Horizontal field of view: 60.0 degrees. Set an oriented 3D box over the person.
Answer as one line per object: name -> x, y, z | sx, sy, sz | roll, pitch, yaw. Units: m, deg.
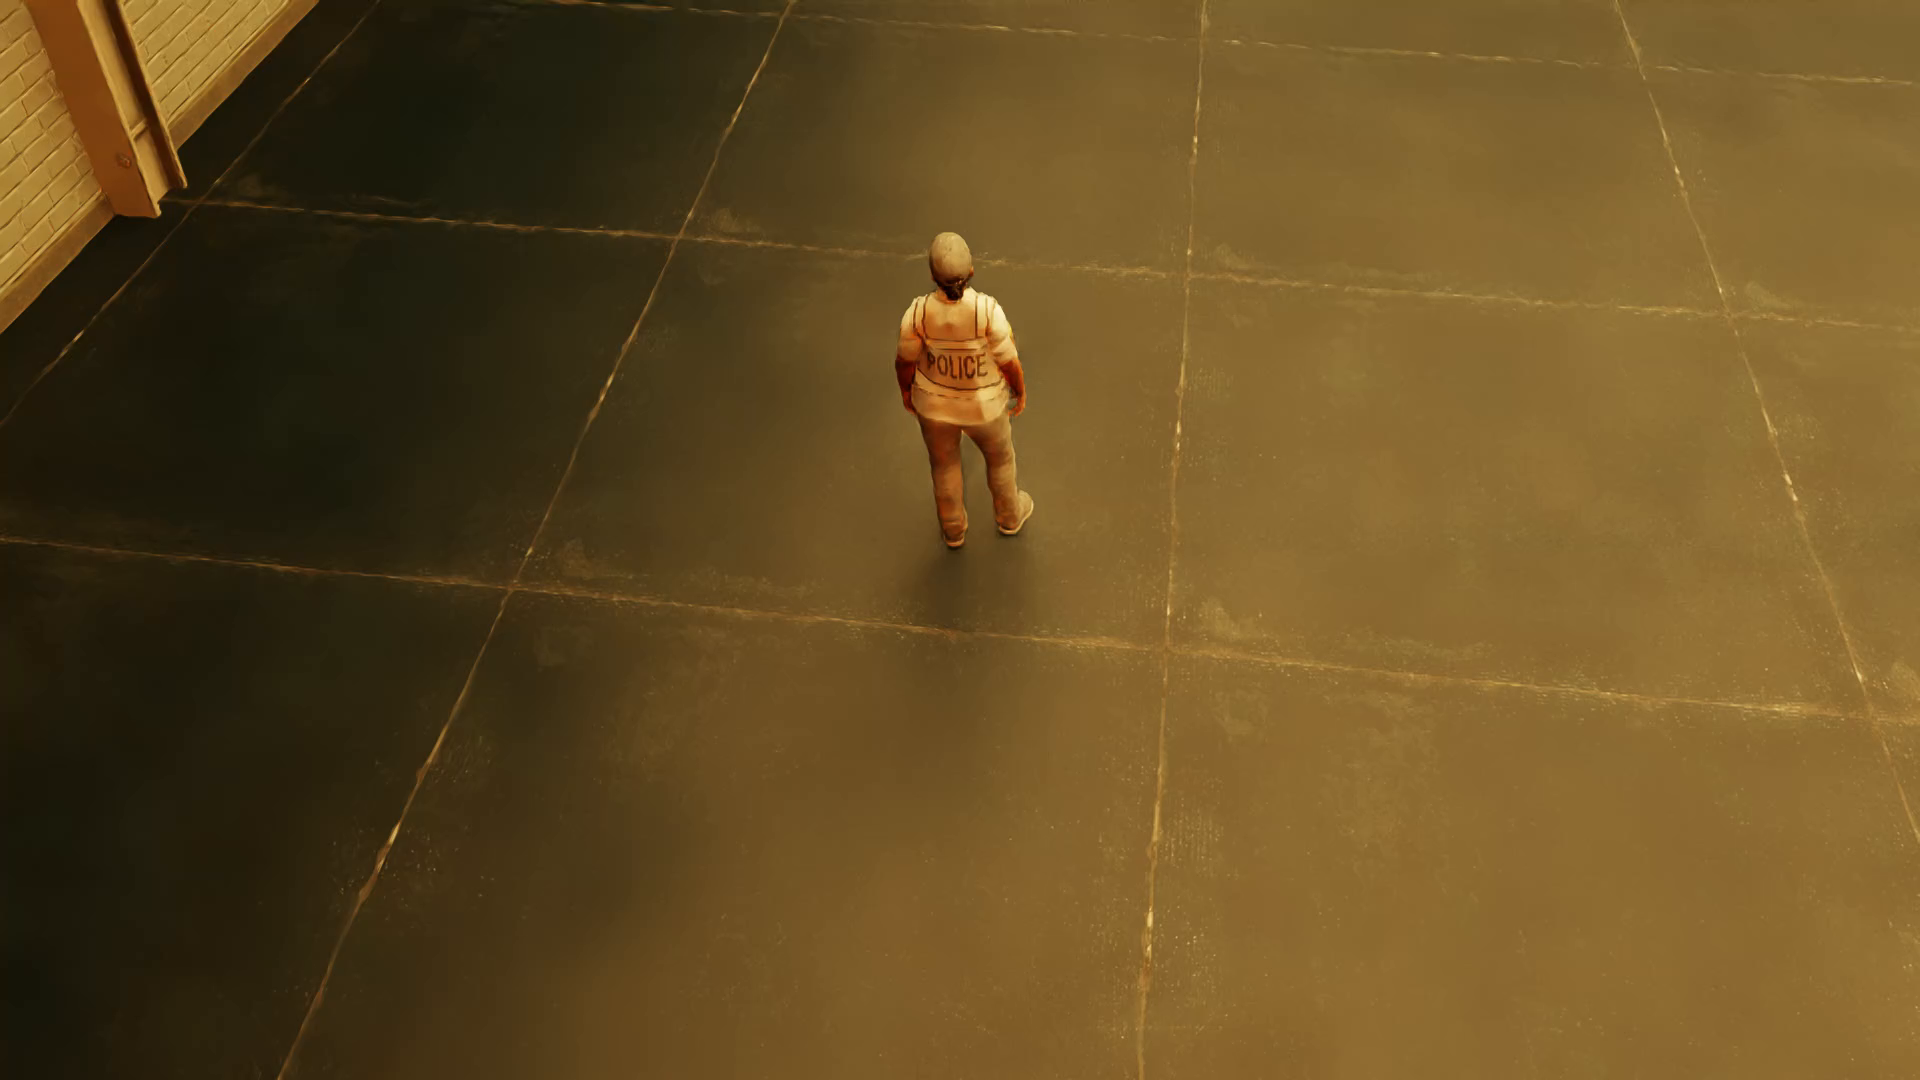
person -> 0.033, -0.668, 7.376 | 0.598, 1.669, 0.529 | 5, 43, 6
